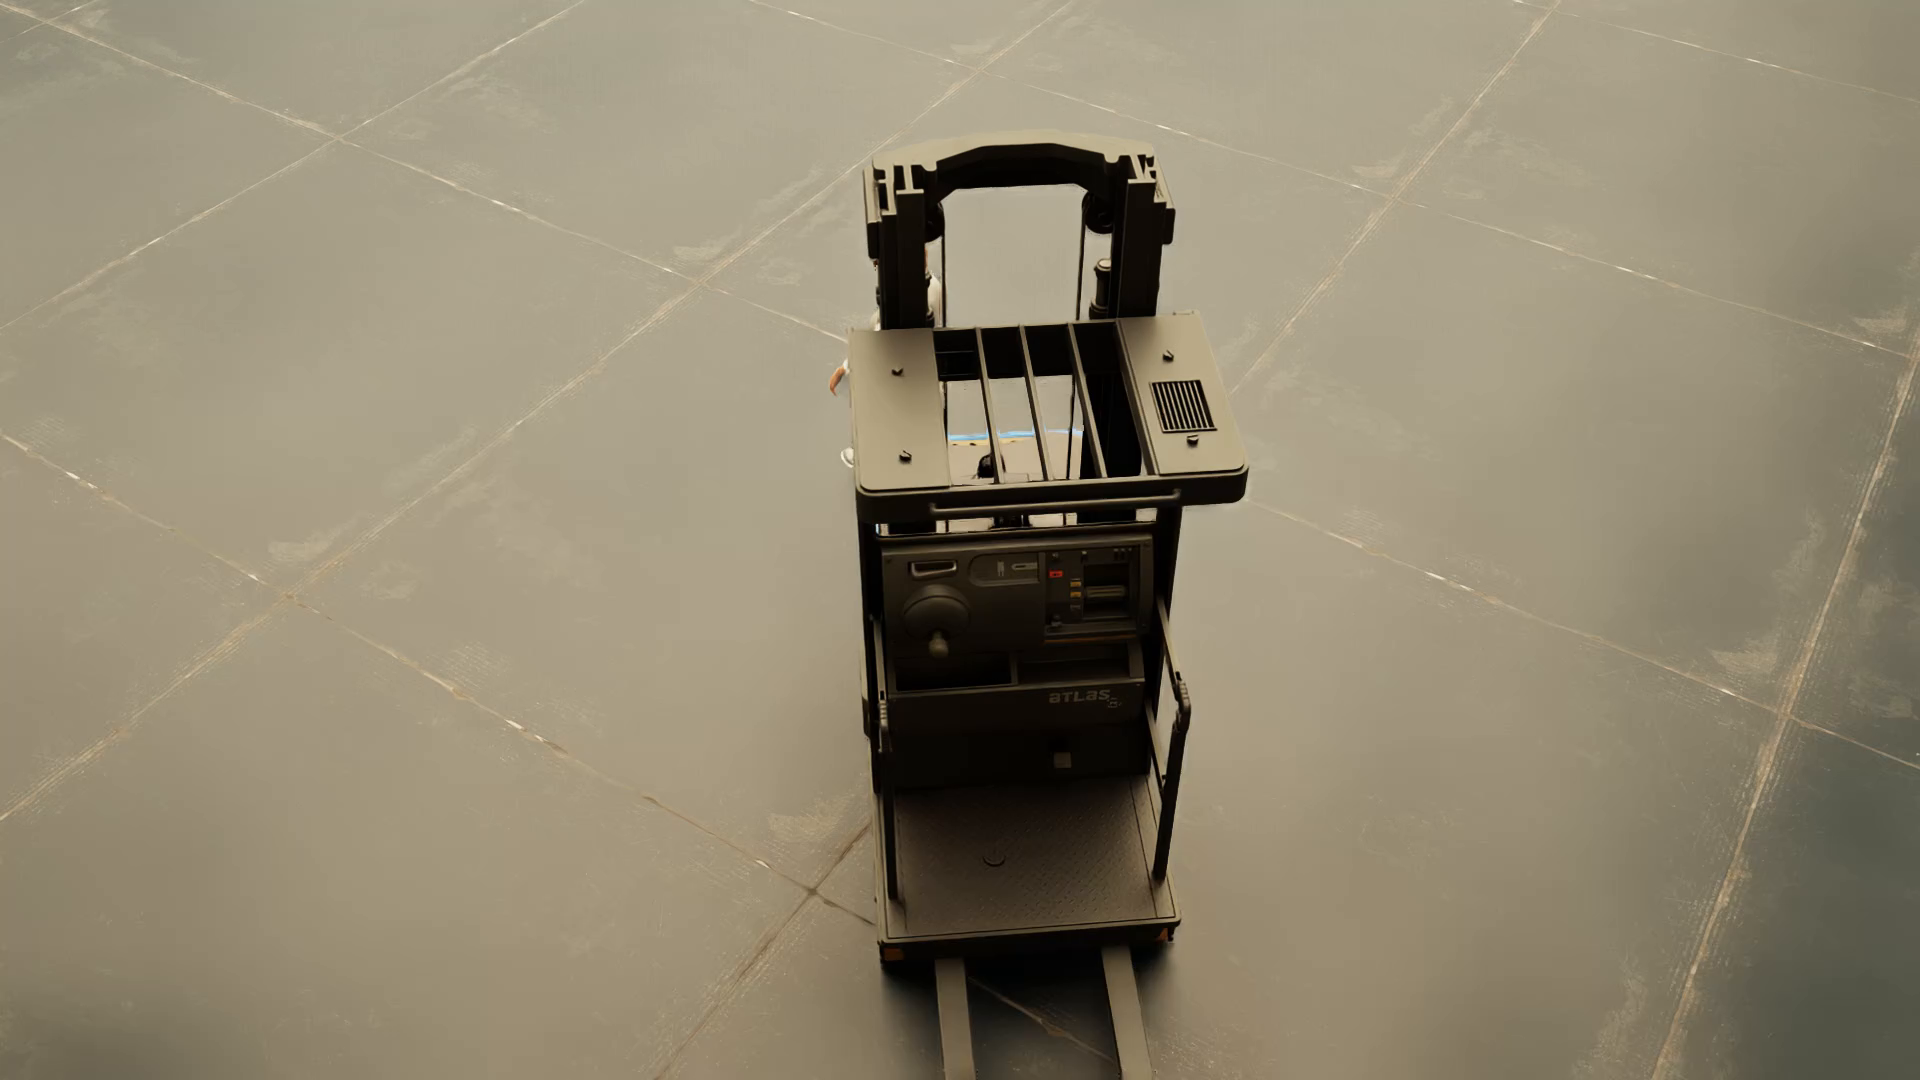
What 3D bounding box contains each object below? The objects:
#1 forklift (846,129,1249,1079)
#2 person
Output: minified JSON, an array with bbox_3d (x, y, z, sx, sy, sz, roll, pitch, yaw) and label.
[{"bbox_3d":[0.221,0.279,5.554,1.130,2.935,3.031,-3,44,-4],"label":"forklift"},{"bbox_3d":[-0.268,-0.742,7.597,0.806,1.538,0.529,16,46,17],"label":"person"}]
